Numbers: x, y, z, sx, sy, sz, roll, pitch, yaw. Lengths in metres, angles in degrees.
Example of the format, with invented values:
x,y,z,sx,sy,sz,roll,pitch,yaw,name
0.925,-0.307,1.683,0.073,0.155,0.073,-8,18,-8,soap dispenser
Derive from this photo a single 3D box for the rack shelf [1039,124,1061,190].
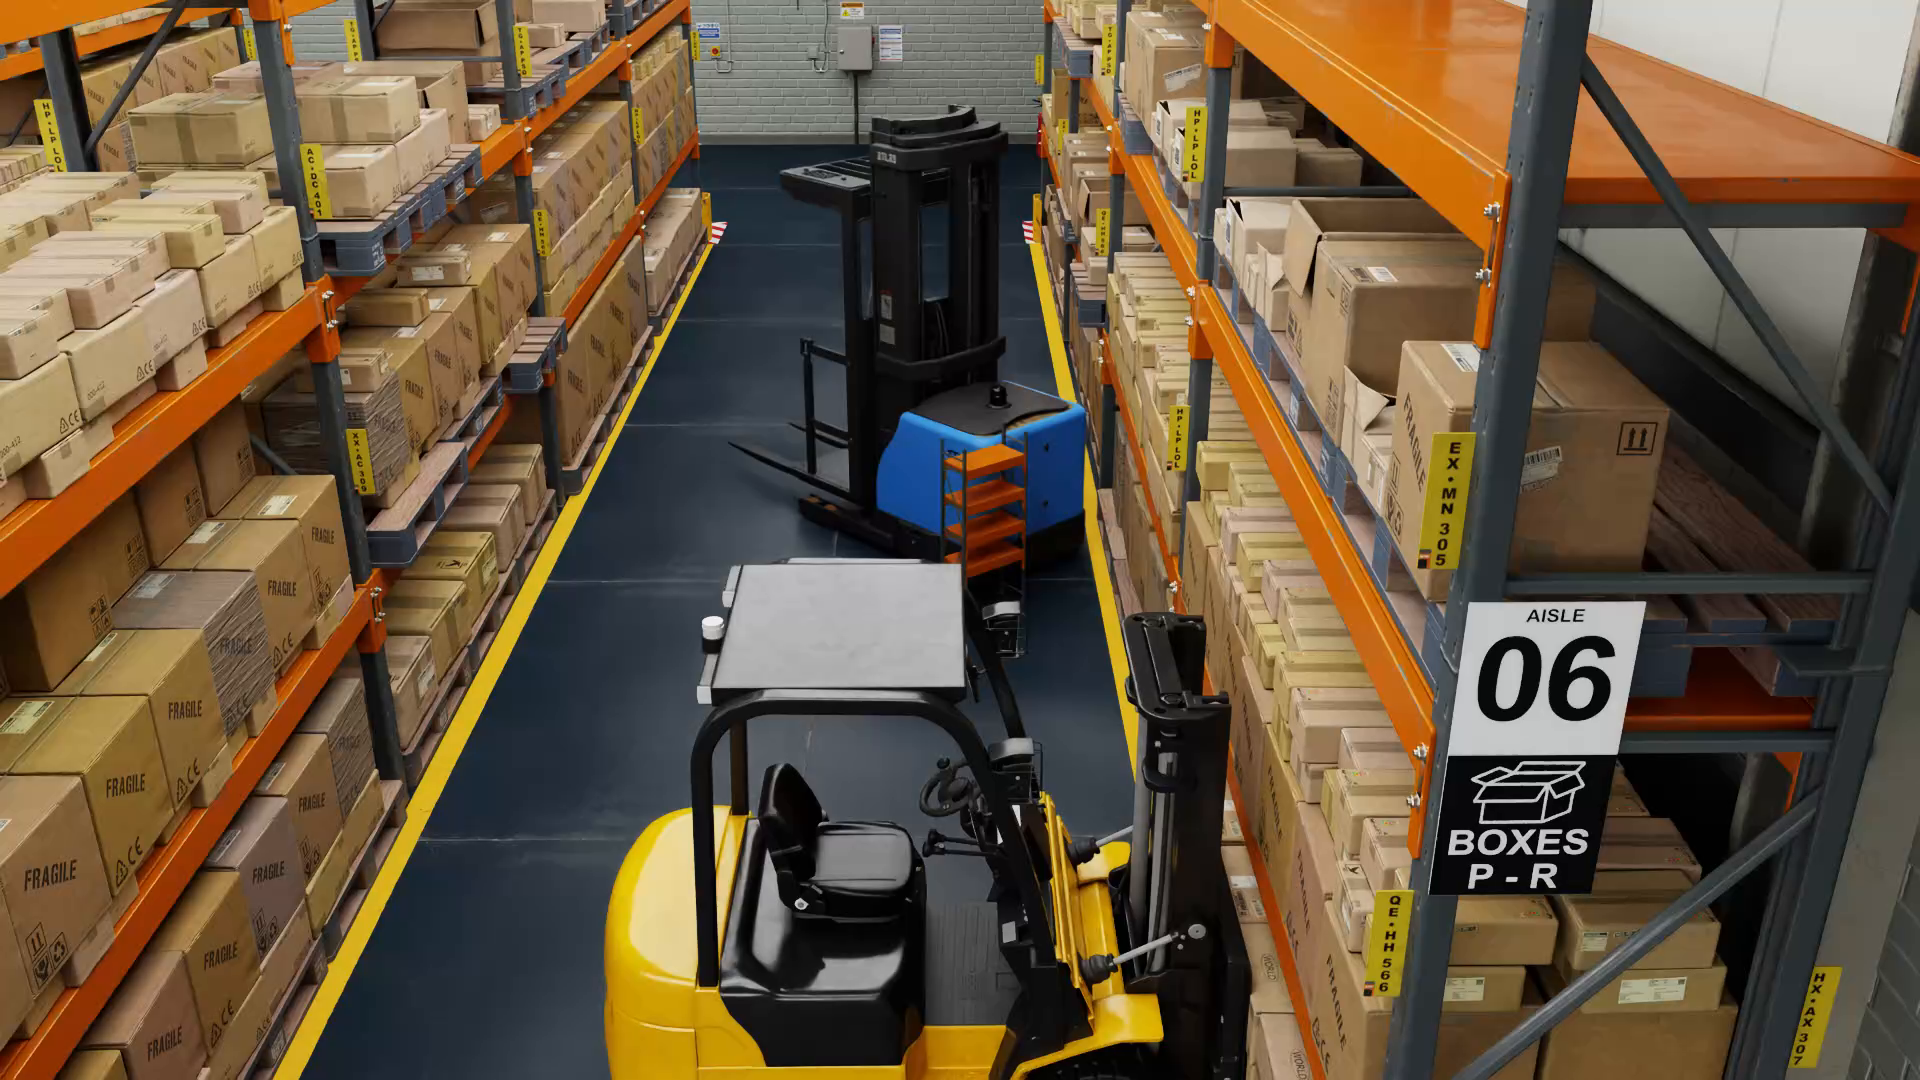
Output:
x,y,z,sx,sy,sz,roll,pitch,yaw,name
1.468,-3.788,17.358,1.077,0.370,4.000,0,24,-1,rack shelf

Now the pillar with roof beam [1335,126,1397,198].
x,y,z,sx,sy,sz,roll,pitch,yaw,name
-1.856,-3.824,9.285,9.100,9.000,0.400,0,24,-1,pillar with roof beam

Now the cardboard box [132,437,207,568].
x,y,z,sx,sy,sz,roll,pitch,yaw,name
-3.615,-0.215,6.889,0.700,0.500,0.500,0,24,0,cardboard box

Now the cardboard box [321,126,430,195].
x,y,z,sx,sy,sz,roll,pitch,yaw,name
-2.998,-1.912,8.371,0.500,0.250,0.500,-1,24,-1,cardboard box

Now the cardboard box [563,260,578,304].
x,y,z,sx,sy,sz,roll,pitch,yaw,name
-3.207,-1.965,12.637,0.500,0.250,0.500,-1,24,-2,cardboard box

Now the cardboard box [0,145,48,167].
x,y,z,sx,sy,sz,roll,pitch,yaw,name
-8.223,-3.387,14.672,0.380,0.149,0.250,1,24,2,cardboard box

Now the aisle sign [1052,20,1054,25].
x,y,z,sx,sy,sz,roll,pitch,yaw,name
1.152,-6.151,18.555,0.394,0.787,0.004,0,24,-1,aisle sign

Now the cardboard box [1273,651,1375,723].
x,y,z,sx,sy,sz,roll,pitch,yaw,name
1.292,0.505,5.725,0.380,0.149,0.250,0,24,0,cardboard box

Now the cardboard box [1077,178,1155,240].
x,y,z,sx,sy,sz,roll,pitch,yaw,name
1.330,-2.553,13.120,0.797,0.503,0.637,-1,24,-2,cardboard box

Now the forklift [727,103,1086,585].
x,y,z,sx,sy,sz,roll,pitch,yaw,name
-0.523,-1.554,11.630,1.130,2.935,3.031,-22,32,-39,forklift

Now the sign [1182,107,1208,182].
x,y,z,sx,sy,sz,roll,pitch,yaw,name
1.034,-1.734,7.295,0.100,0.325,0.005,0,24,-1,sign

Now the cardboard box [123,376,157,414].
x,y,z,sx,sy,sz,roll,pitch,yaw,name
-3.163,-0.563,6.020,0.380,0.149,0.250,0,24,1,cardboard box

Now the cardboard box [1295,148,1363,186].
x,y,z,sx,sy,sz,roll,pitch,yaw,name
1.764,-1.835,8.200,0.380,0.149,0.250,0,24,-1,cardboard box

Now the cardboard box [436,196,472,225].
x,y,z,sx,sy,sz,roll,pitch,yaw,name
-3.697,-2.332,11.932,0.500,0.500,0.500,-1,24,-2,cardboard box

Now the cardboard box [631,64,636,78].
x,y,z,sx,sy,sz,roll,pitch,yaw,name
-3.282,-4.406,15.730,0.380,0.149,0.250,-1,24,-1,cardboard box

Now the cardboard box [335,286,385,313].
x,y,z,sx,sy,sz,roll,pitch,yaw,name
-3.634,-1.166,9.695,0.500,0.500,0.500,-1,24,-3,cardboard box

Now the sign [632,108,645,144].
x,y,z,sx,sy,sz,roll,pitch,yaw,name
-2.931,-3.765,15.127,0.100,0.325,0.005,0,24,-1,sign

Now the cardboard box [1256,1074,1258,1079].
x,y,z,sx,sy,sz,roll,pitch,yaw,name
1.308,2.081,5.729,0.500,0.250,0.500,0,24,-1,cardboard box

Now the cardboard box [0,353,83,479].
x,y,z,sx,sy,sz,roll,pitch,yaw,name
-3.108,-0.385,5.143,0.500,0.250,0.500,0,24,1,cardboard box

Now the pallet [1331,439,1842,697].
x,y,z,sx,sy,sz,roll,pitch,yaw,name
1.639,0.036,4.499,1.003,0.211,1.213,0,24,-1,pallet

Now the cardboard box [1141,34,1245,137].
x,y,z,sx,sy,sz,roll,pitch,yaw,name
1.309,-2.573,9.407,0.500,0.500,0.500,0,24,1,cardboard box

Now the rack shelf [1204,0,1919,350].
x,y,z,sx,sy,sz,roll,pitch,yaw,name
1.599,-1.394,5.271,1.077,0.370,4.000,0,24,-1,rack shelf

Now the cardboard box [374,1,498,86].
x,y,z,sx,sy,sz,roll,pitch,yaw,name
-3.585,-3.379,11.306,0.797,0.503,0.637,-2,24,-4,cardboard box

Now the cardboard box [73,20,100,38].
x,y,z,sx,sy,sz,roll,pitch,yaw,name
-8.163,-4.694,15.030,0.500,0.250,0.500,1,24,2,cardboard box

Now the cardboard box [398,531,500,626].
x,y,z,sx,sy,sz,roll,pitch,yaw,name
-3.415,0.236,10.267,0.950,0.372,0.625,1,24,1,cardboard box

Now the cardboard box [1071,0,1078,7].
x,y,z,sx,sy,sz,roll,pitch,yaw,name
1.118,-4.471,13.668,0.380,0.149,0.250,-1,24,-1,cardboard box

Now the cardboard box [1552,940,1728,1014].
x,y,z,sx,sy,sz,roll,pitch,yaw,name
1.876,1.171,4.612,0.380,0.149,0.250,-1,24,-2,cardboard box

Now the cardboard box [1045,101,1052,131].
x,y,z,sx,sy,sz,roll,pitch,yaw,name
1.187,-4.611,18.126,0.500,0.250,0.500,0,24,0,cardboard box

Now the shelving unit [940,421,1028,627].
x,y,z,sx,sy,sz,roll,pitch,yaw,name
0.151,-0.098,10.512,0.503,1.200,0.258,-18,30,-34,shelving unit

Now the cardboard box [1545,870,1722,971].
x,y,z,sx,sy,sz,roll,pitch,yaw,name
1.830,1.037,4.547,0.380,0.149,0.250,-1,24,-2,cardboard box

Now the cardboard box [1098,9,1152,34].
x,y,z,sx,sy,sz,roll,pitch,yaw,name
1.225,-3.830,12.275,0.380,0.149,0.250,-1,24,-2,cardboard box

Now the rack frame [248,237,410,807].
x,y,z,sx,sy,sz,roll,pitch,yaw,name
-3.386,0.029,8.046,1.000,3.000,0.127,0,24,-1,rack frame

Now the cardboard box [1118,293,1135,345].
x,y,z,sx,sy,sz,roll,pitch,yaw,name
1.298,-1.412,10.808,0.500,0.250,0.500,0,24,1,cardboard box

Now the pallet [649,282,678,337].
x,y,z,sx,sy,sz,roll,pitch,yaw,name
-3.404,-2.311,16.603,1.003,0.211,1.213,0,24,-1,pallet

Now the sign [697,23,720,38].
x,y,z,sx,sy,sz,roll,pitch,yaw,name
-3.651,-7.387,24.116,0.327,0.218,0.001,0,24,-1,sign

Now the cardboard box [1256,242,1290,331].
x,y,z,sx,sy,sz,roll,pitch,yaw,name
1.289,-0.924,6.046,0.396,0.266,0.258,-1,24,-2,cardboard box

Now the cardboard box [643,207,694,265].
x,y,z,sx,sy,sz,roll,pitch,yaw,name
-3.392,-3.291,17.986,0.875,0.438,0.875,0,24,1,cardboard box

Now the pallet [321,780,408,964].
x,y,z,sx,sy,sz,roll,pitch,yaw,name
-3.344,1.576,8.009,1.003,0.211,1.213,0,24,-1,pallet

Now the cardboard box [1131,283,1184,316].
x,y,z,sx,sy,sz,roll,pitch,yaw,name
1.290,-1.528,10.580,0.380,0.149,0.250,0,24,0,cardboard box

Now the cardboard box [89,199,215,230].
x,y,z,sx,sy,sz,roll,pitch,yaw,name
-3.172,-1.243,6.554,0.380,0.149,0.250,0,24,1,cardboard box

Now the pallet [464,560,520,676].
x,y,z,sx,sy,sz,roll,pitch,yaw,name
-3.413,0.475,10.444,1.003,0.211,1.213,0,24,-1,pallet

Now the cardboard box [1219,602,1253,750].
x,y,z,sx,sy,sz,roll,pitch,yaw,name
1.350,0.567,6.735,0.500,0.500,0.500,0,24,-1,cardboard box

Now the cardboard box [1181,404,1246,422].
x,y,z,sx,sy,sz,roll,pitch,yaw,name
1.330,-0.582,8.488,0.380,0.149,0.250,-1,24,-1,cardboard box

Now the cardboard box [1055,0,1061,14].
x,y,z,sx,sy,sz,roll,pitch,yaw,name
1.144,-5.325,16.548,0.380,0.149,0.250,0,24,1,cardboard box

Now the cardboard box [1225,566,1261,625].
x,y,z,sx,sy,sz,roll,pitch,yaw,name
1.282,0.221,6.714,0.380,0.149,0.250,0,24,-1,cardboard box

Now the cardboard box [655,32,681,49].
x,y,z,sx,sy,sz,roll,pitch,yaw,name
-3.199,-5.355,17.828,0.380,0.149,0.250,0,24,-1,cardboard box

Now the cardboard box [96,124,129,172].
x,y,z,sx,sy,sz,roll,pitch,yaw,name
-8.176,-3.590,15.565,0.500,0.500,0.500,-1,24,-2,cardboard box

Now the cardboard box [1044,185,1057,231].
x,y,z,sx,sy,sz,roll,pitch,yaw,name
1.358,-3.741,18.901,0.797,0.503,0.637,-1,24,-3,cardboard box

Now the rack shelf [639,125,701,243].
x,y,z,sx,sy,sz,roll,pitch,yaw,name
-3.496,-3.764,17.305,1.077,0.370,4.000,0,24,-1,rack shelf

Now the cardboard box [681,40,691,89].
x,y,z,sx,sy,sz,roll,pitch,yaw,name
-3.274,-5.219,18.315,0.500,0.500,0.500,1,24,1,cardboard box

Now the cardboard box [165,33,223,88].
x,y,z,sx,sy,sz,roll,pitch,yaw,name
-8.207,-5.092,17.674,0.500,0.500,0.500,-1,24,-2,cardboard box

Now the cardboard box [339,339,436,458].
x,y,z,sx,sy,sz,roll,pitch,yaw,name
-3.111,-0.744,8.764,0.500,0.500,0.500,0,24,0,cardboard box

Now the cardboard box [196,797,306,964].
x,y,z,sx,sy,sz,roll,pitch,yaw,name
-3.098,1.411,6.907,0.500,0.500,0.500,1,24,2,cardboard box

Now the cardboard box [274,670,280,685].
x,y,z,sx,sy,sz,roll,pitch,yaw,name
-3.155,0.588,7.115,0.380,0.149,0.250,-1,24,-1,cardboard box

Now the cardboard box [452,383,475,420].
x,y,z,sx,sy,sz,roll,pitch,yaw,name
-3.063,-0.814,9.706,0.380,0.149,0.250,1,24,1,cardboard box

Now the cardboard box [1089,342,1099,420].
x,y,z,sx,sy,sz,roll,pitch,yaw,name
1.310,-1.291,13.487,0.500,0.500,0.500,1,24,2,cardboard box
